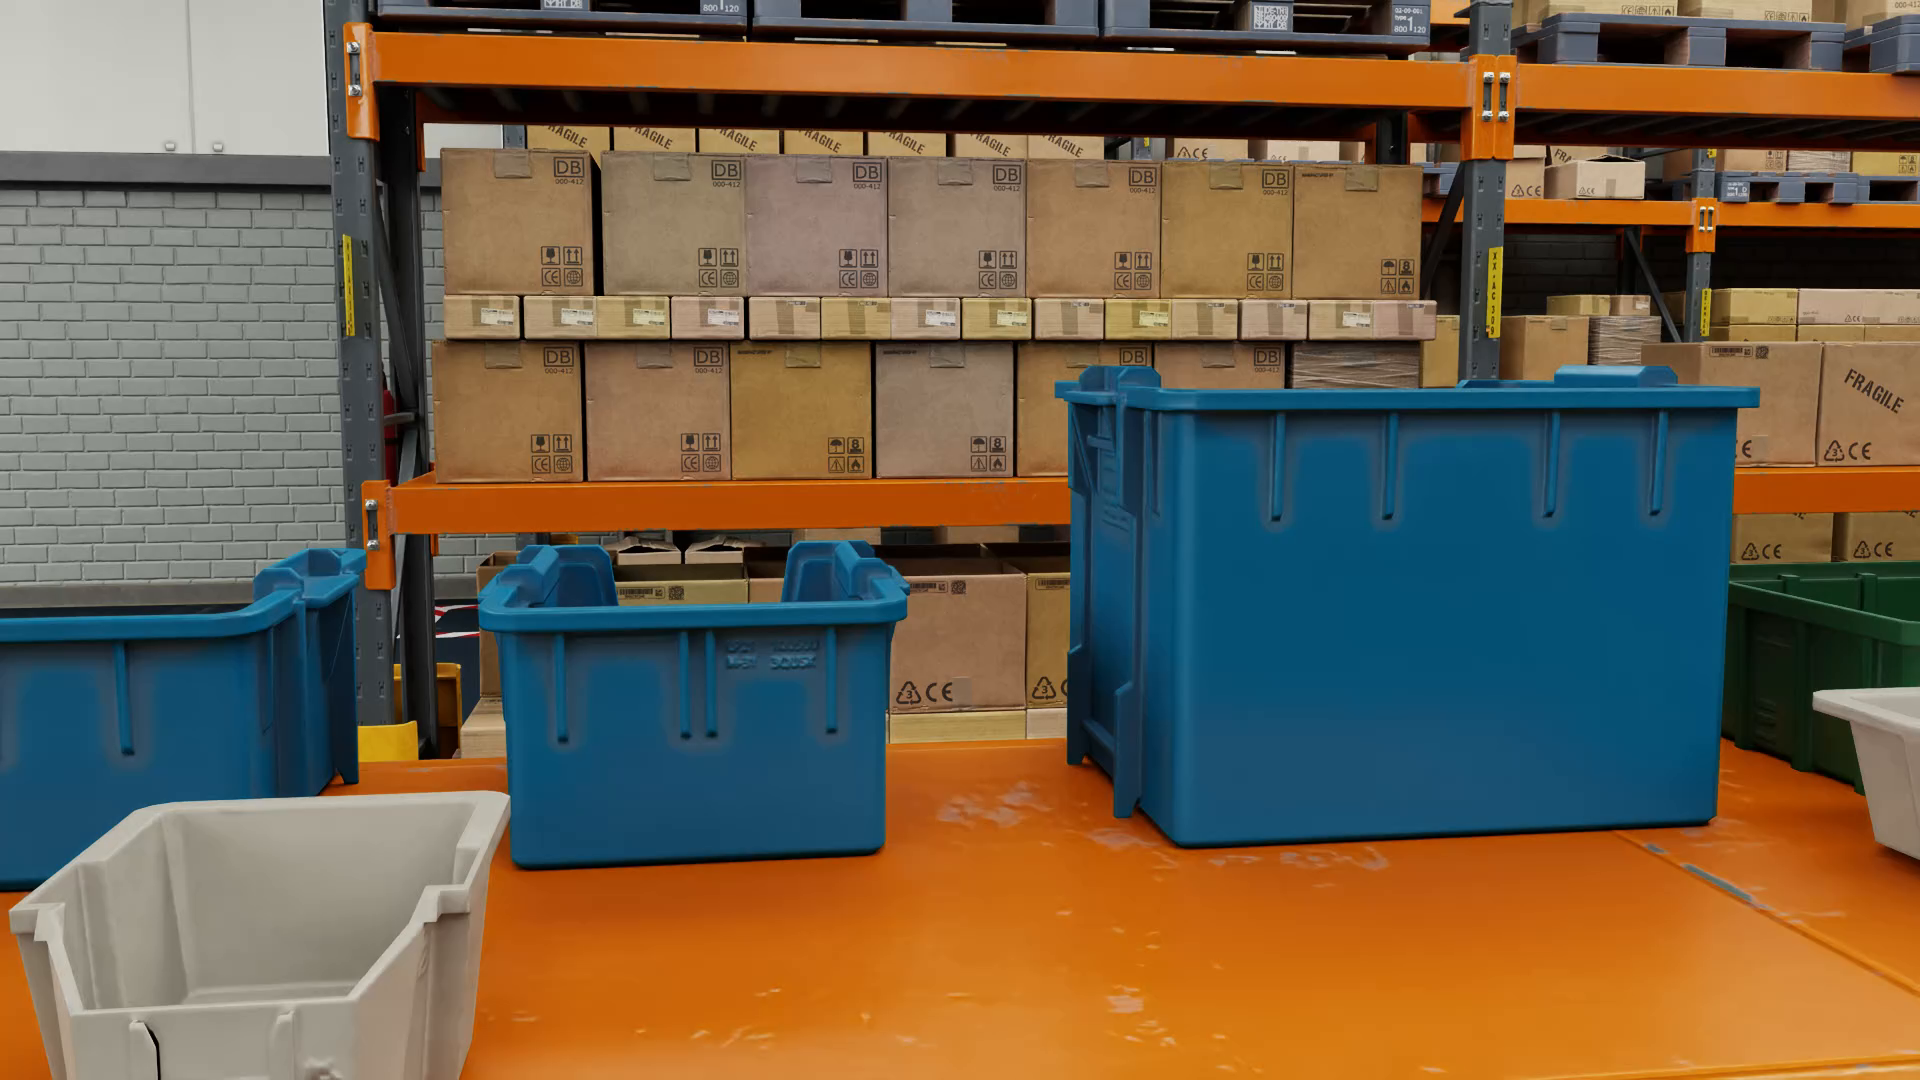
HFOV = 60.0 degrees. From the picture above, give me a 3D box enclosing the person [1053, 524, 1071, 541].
[{"bbox_3d":[0.611,-0.009,8.139,0.561,1.848,0.601,-1,6,-8],"label":"person"}]
